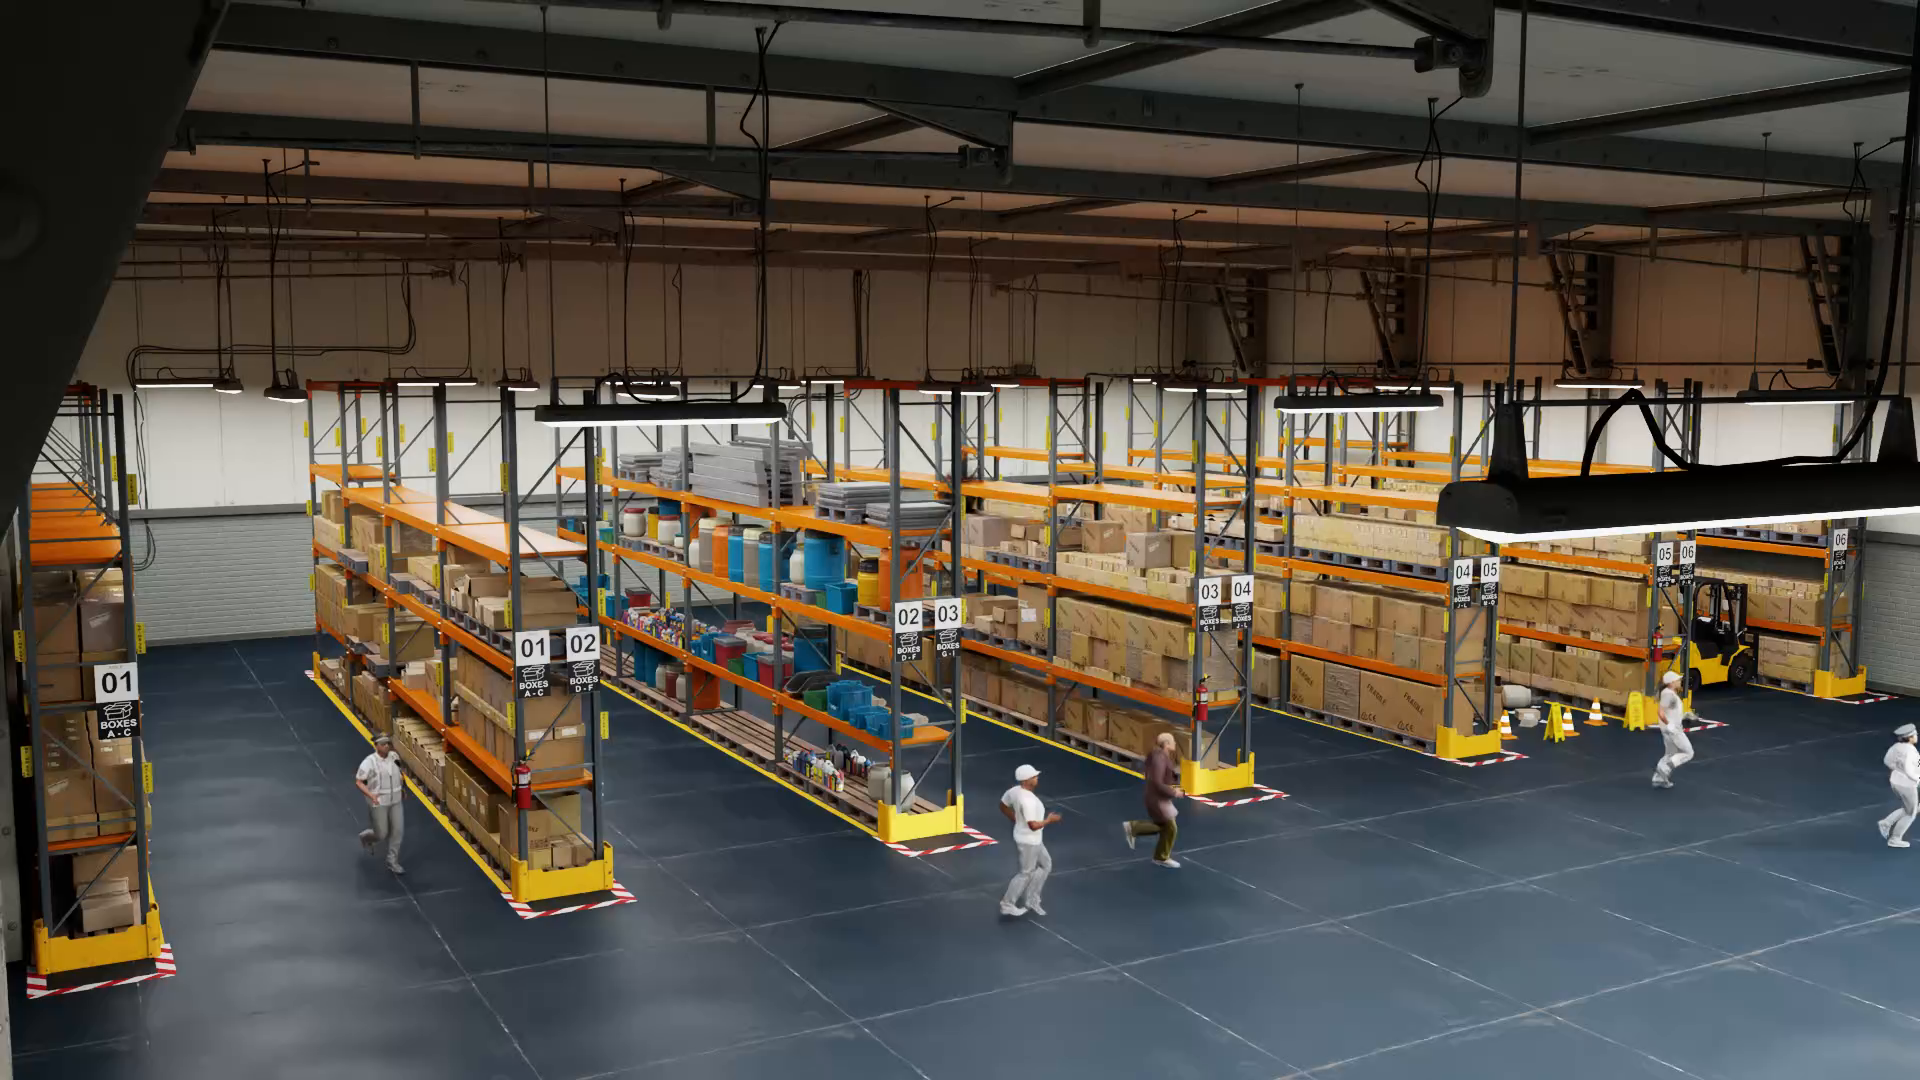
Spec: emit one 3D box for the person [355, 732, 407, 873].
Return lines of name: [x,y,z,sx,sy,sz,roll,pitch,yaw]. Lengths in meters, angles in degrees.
person: [-7.243,3.263,20.867,0.775,1.759,0.662,6,8,42]

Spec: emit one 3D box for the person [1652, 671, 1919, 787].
person: [11.443,2.951,23.288,2.883,1.691,3.054,2,6,14]

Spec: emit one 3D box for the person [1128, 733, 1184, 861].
person: [2.467,3.228,20.906,0.682,1.650,0.703,0,6,1]

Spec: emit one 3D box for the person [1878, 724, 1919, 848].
person: [12.345,3.202,21.703,0.539,1.651,0.592,1,6,5]

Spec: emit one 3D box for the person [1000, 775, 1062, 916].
person: [0.798,3.507,18.952,0.706,1.690,0.673,-1,6,-5]
